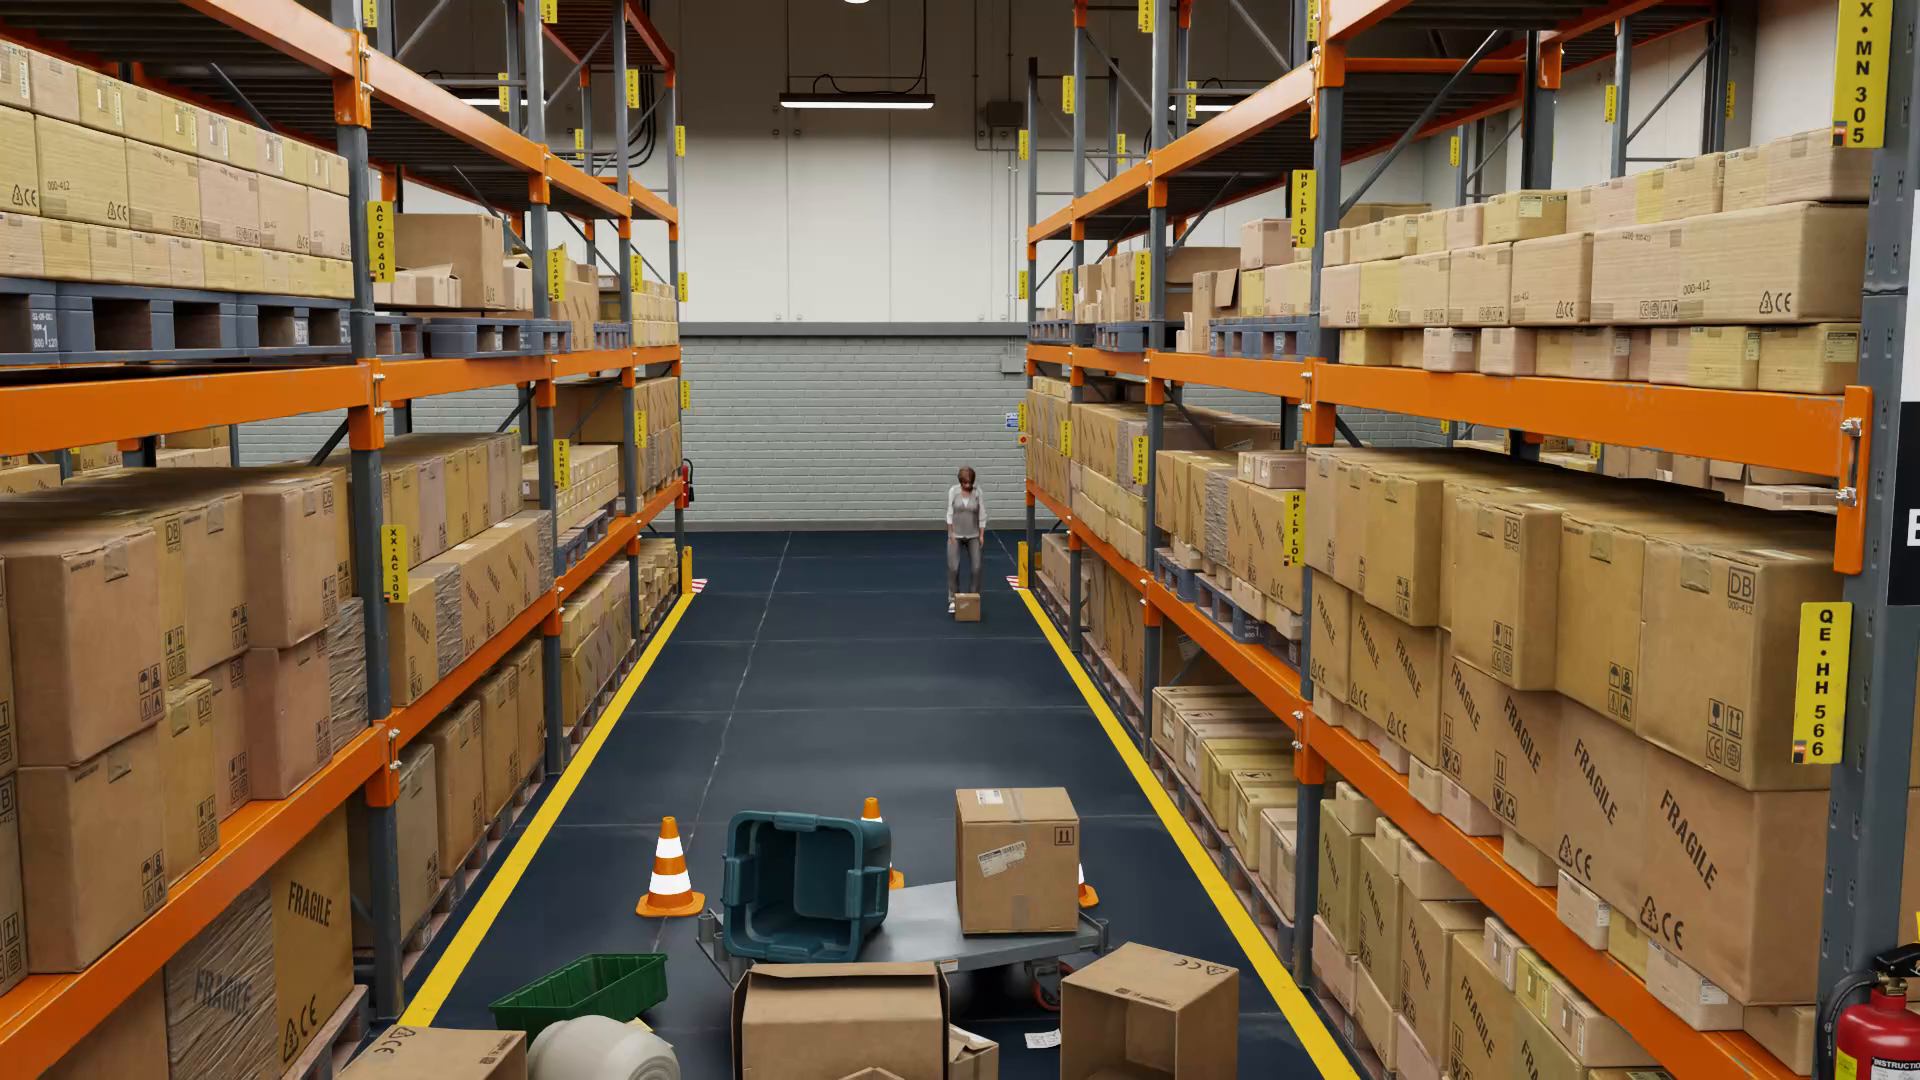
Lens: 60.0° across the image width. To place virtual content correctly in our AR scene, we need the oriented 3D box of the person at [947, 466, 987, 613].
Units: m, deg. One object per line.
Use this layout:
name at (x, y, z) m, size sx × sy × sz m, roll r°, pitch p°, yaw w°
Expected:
person at (0.072, 0.000, 17.561) m, size 0.426 × 1.542 × 0.382 m, roll 0°, pitch 7°, yaw -2°
